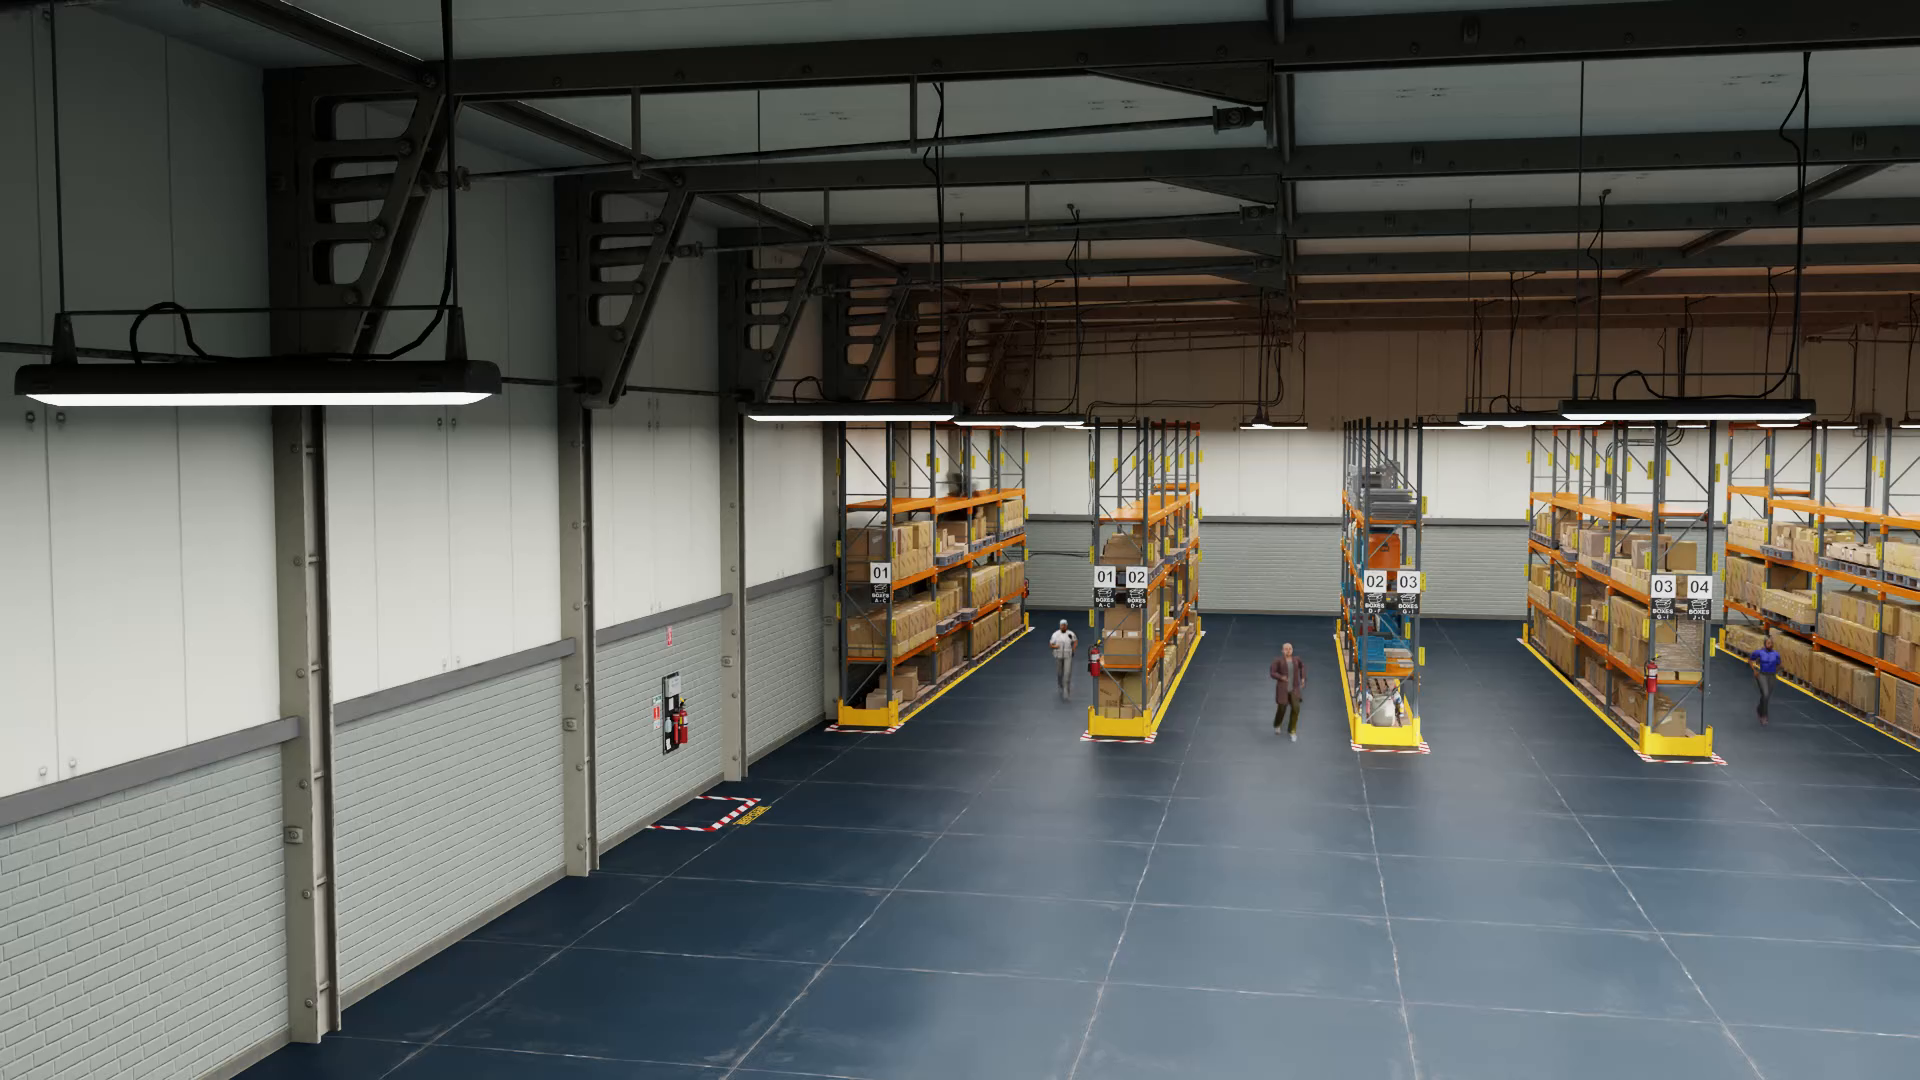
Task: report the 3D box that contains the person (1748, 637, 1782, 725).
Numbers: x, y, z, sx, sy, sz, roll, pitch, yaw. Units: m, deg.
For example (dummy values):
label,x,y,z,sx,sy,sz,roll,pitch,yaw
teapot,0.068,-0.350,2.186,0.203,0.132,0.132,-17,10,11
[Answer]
label,x,y,z,sx,sy,sz,roll,pitch,yaw
person,15.903,2.775,32.803,0.558,1.719,0.778,0,4,0

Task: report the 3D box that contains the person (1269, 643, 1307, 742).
label,x,y,z,sx,sy,sz,roll,pitch,yaw
person,6.141,2.839,31.124,0.727,1.830,0.840,0,4,-2

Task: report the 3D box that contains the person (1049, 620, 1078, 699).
label,x,y,z,sx,sy,sz,roll,pitch,yaw
person,2.226,2.542,35.820,0.606,1.666,0.873,0,4,4
